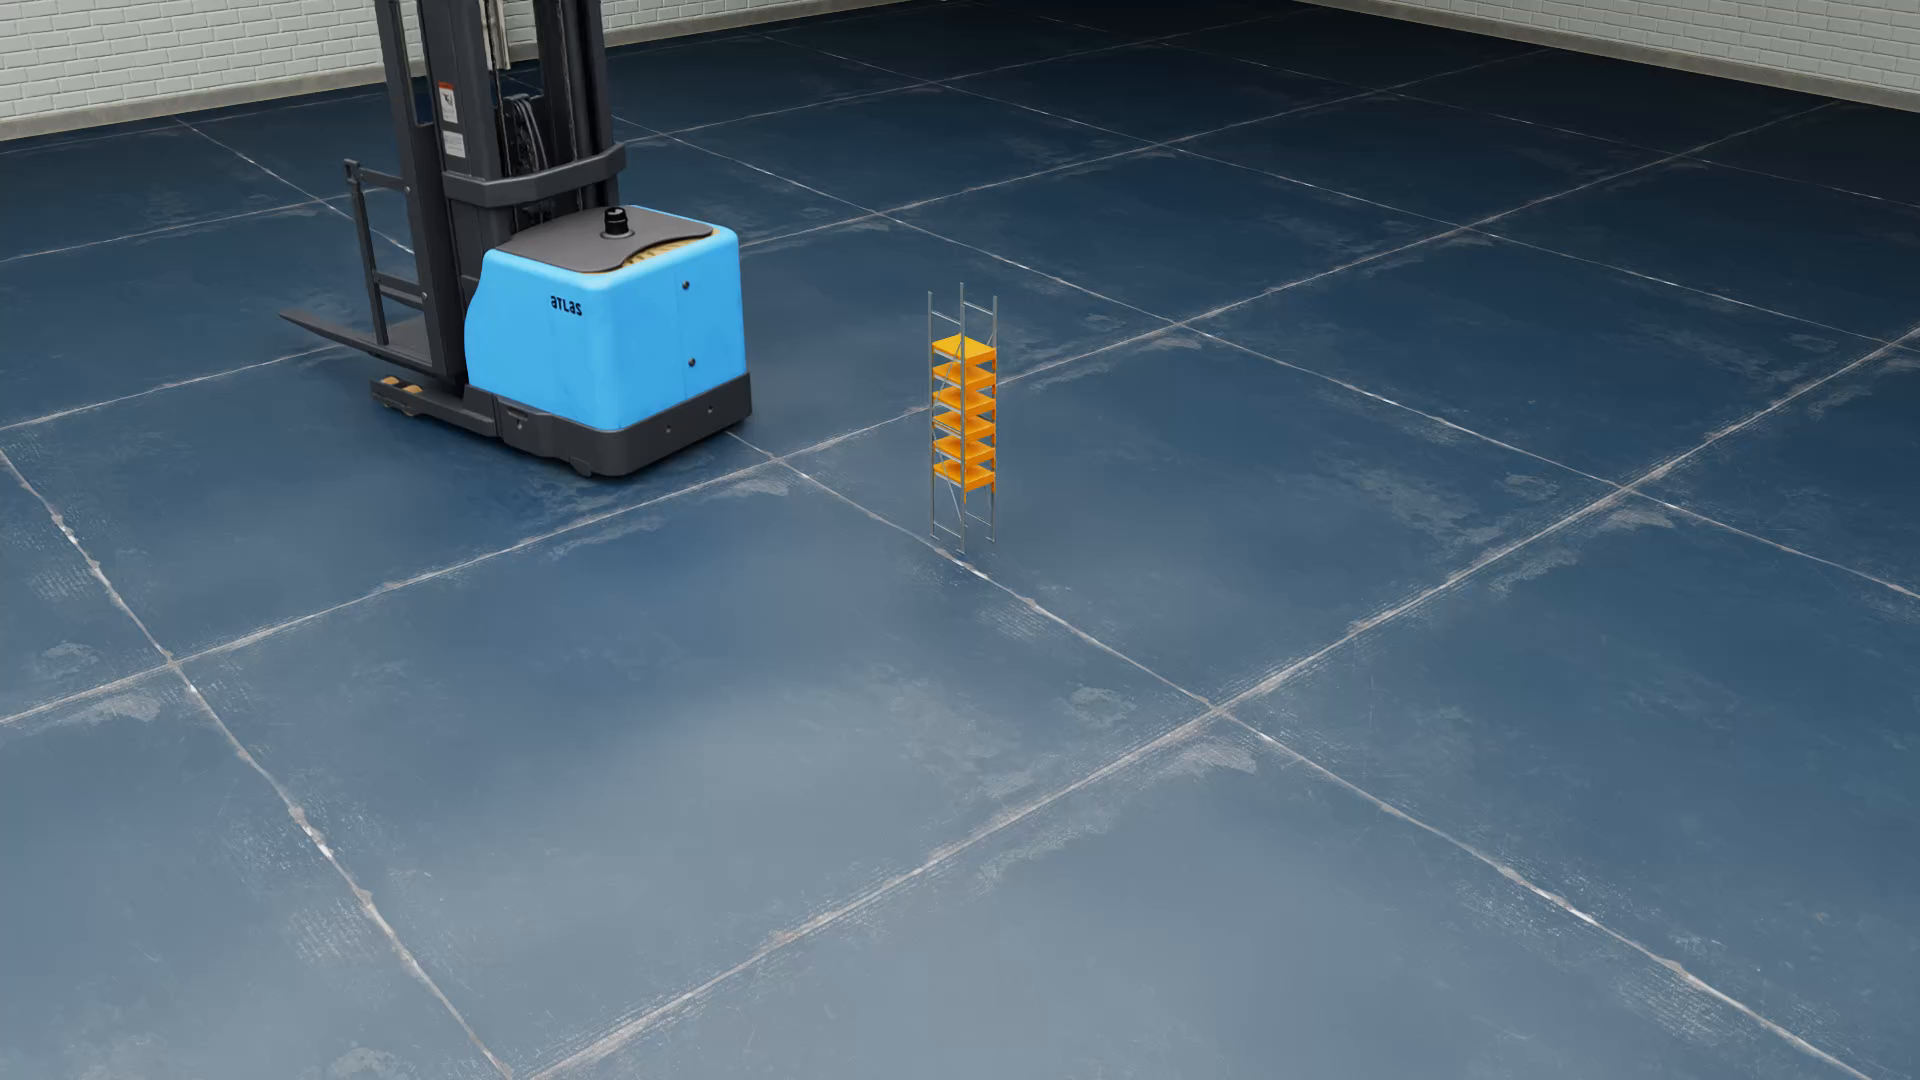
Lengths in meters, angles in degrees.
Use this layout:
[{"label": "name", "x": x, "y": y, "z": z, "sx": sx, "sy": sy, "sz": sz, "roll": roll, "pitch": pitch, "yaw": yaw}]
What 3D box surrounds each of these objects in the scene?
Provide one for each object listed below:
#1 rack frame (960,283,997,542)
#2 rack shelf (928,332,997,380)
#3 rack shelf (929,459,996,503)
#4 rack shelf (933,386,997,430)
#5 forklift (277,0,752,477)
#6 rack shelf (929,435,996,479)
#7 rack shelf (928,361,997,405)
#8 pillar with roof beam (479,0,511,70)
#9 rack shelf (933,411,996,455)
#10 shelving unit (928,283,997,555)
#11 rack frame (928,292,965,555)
[{"label": "rack frame", "x": 0.081, "y": -0.562, "z": 7.528, "sx": 0.006, "sy": 1.200, "sz": 0.240, "roll": -22, "pitch": 35, "yaw": -35}, {"label": "rack shelf", "x": 0.011, "y": -0.812, "z": 7.327, "sx": 0.180, "sy": 0.103, "sz": 0.258, "roll": -22, "pitch": 35, "yaw": -35}, {"label": "rack shelf", "x": 0.011, "y": -0.283, "z": 7.610, "sx": 0.180, "sy": 0.103, "sz": 0.258, "roll": -22, "pitch": 35, "yaw": -35}, {"label": "rack shelf", "x": 0.011, "y": -0.600, "z": 7.440, "sx": 0.180, "sy": 0.103, "sz": 0.258, "roll": -22, "pitch": 35, "yaw": -35}, {"label": "forklift", "x": -2.600, "y": -2.143, "z": 8.650, "sx": 3.031, "sy": 2.935, "sz": 1.130, "roll": 19, "pitch": 33, "yaw": 31}, {"label": "rack shelf", "x": 0.011, "y": -0.389, "z": 7.553, "sx": 0.180, "sy": 0.103, "sz": 0.258, "roll": -22, "pitch": 35, "yaw": -35}, {"label": "rack shelf", "x": 0.011, "y": -0.706, "z": 7.383, "sx": 0.180, "sy": 0.103, "sz": 0.258, "roll": -22, "pitch": 35, "yaw": -35}, {"label": "pillar with roof beam", "x": -1.912, "y": -7.096, "z": 11.481, "sx": 0.400, "sy": 9.000, "sz": 9.100, "roll": -22, "pitch": 35, "yaw": -35}, {"label": "rack shelf", "x": 0.011, "y": -0.494, "z": 7.496, "sx": 0.180, "sy": 0.103, "sz": 0.258, "roll": -22, "pitch": 35, "yaw": -35}, {"label": "shelving unit", "x": 0.011, "y": -0.534, "z": 7.475, "sx": 0.189, "sy": 1.200, "sz": 0.258, "roll": -22, "pitch": 35, "yaw": -35}, {"label": "rack frame", "x": -0.059, "y": -0.506, "z": 7.423, "sx": 0.006, "sy": 1.200, "sz": 0.240, "roll": -22, "pitch": 35, "yaw": -35}]
